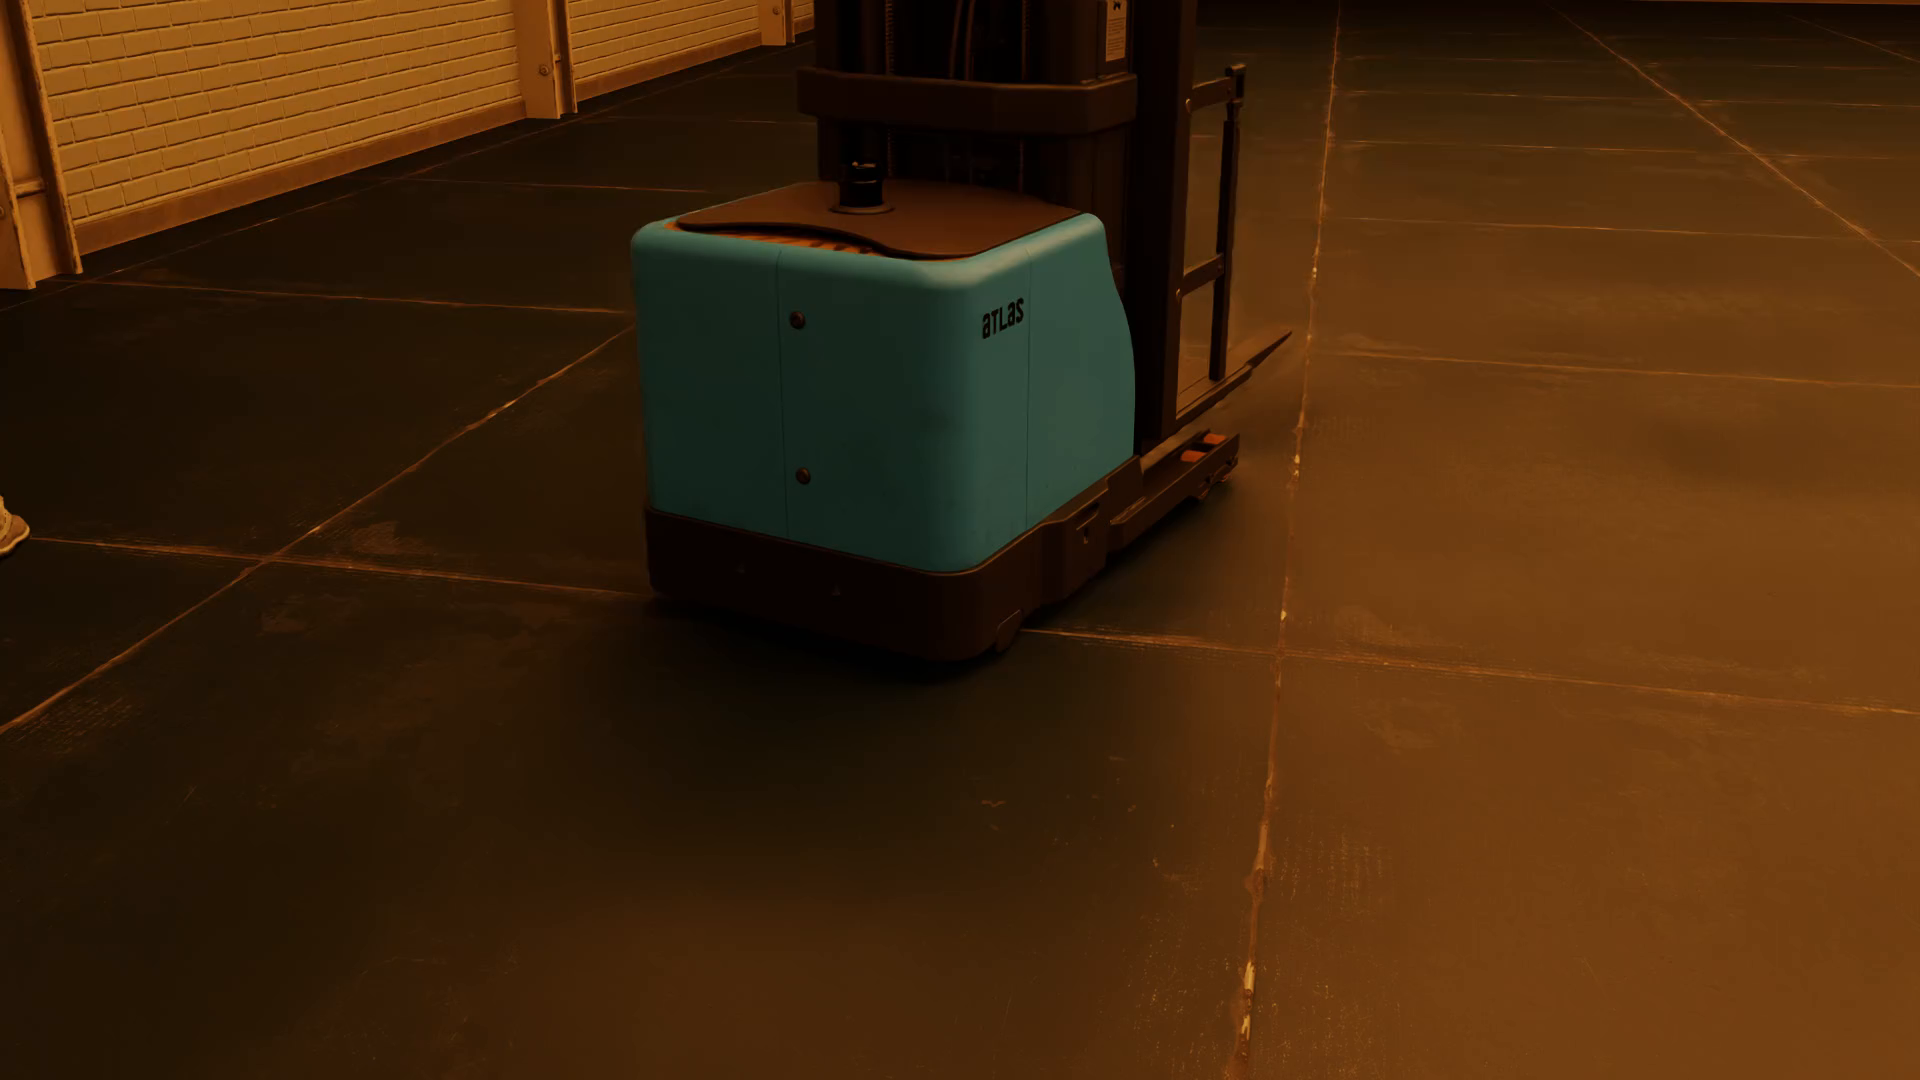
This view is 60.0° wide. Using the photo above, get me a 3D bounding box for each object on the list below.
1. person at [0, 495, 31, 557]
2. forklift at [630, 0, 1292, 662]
[{"bbox_3d":[-3.102,-0.694,4.646,0.623,1.669,0.525,-6,23,-13],"label":"person"},{"bbox_3d":[0.290,-1.563,5.099,1.130,2.935,3.031,12,25,27],"label":"forklift"}]
